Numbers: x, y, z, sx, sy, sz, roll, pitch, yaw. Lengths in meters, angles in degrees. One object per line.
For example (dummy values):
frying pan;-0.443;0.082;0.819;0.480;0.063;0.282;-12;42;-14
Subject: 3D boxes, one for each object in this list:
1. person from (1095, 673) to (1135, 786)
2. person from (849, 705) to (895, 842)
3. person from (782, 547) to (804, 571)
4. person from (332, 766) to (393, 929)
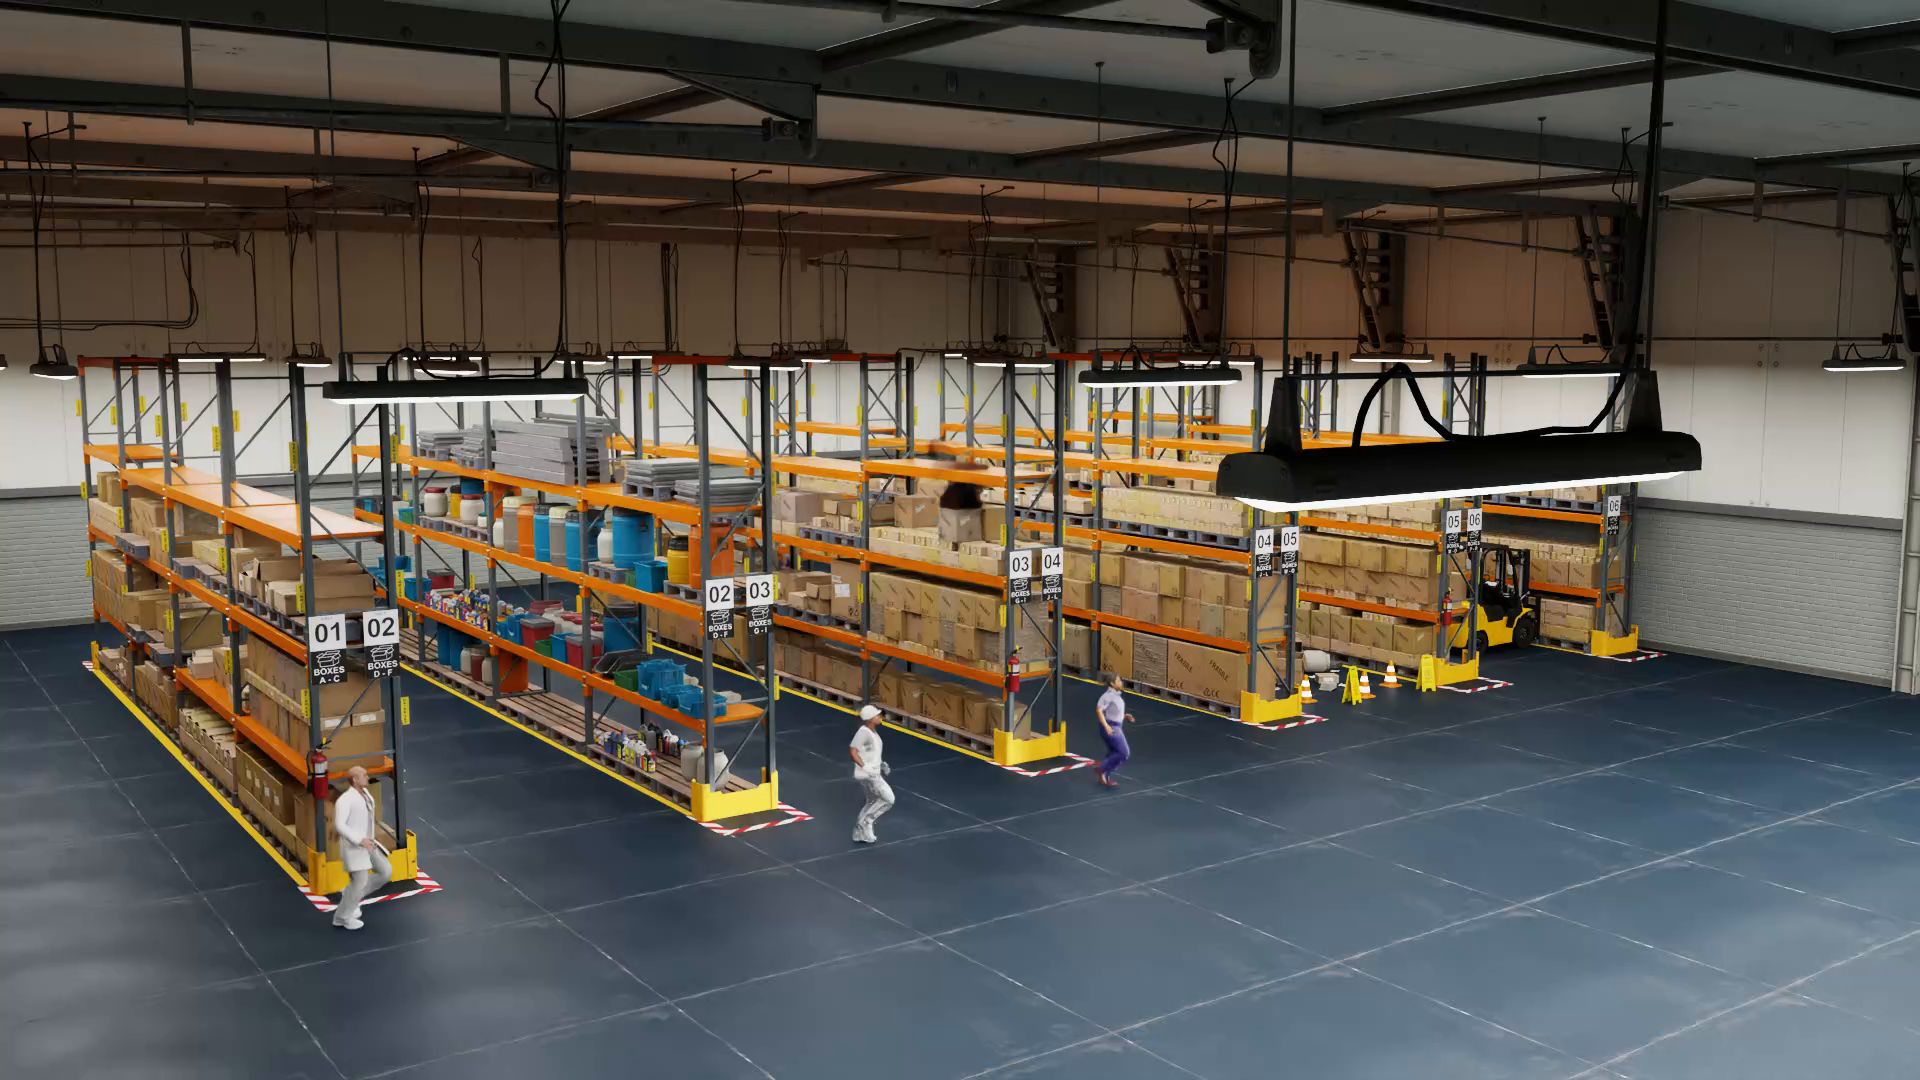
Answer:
person;2.195;2.691;23.542;0.536;1.602;0.615;1;7;11
person;-1.083;2.938;20.885;0.550;1.743;0.708;0;7;3
person;-3.718;0.924;37.096;0.689;1.797;1.032;-5;8;-35
person;-6.462;3.304;18.020;0.578;1.706;0.768;1;7;10
